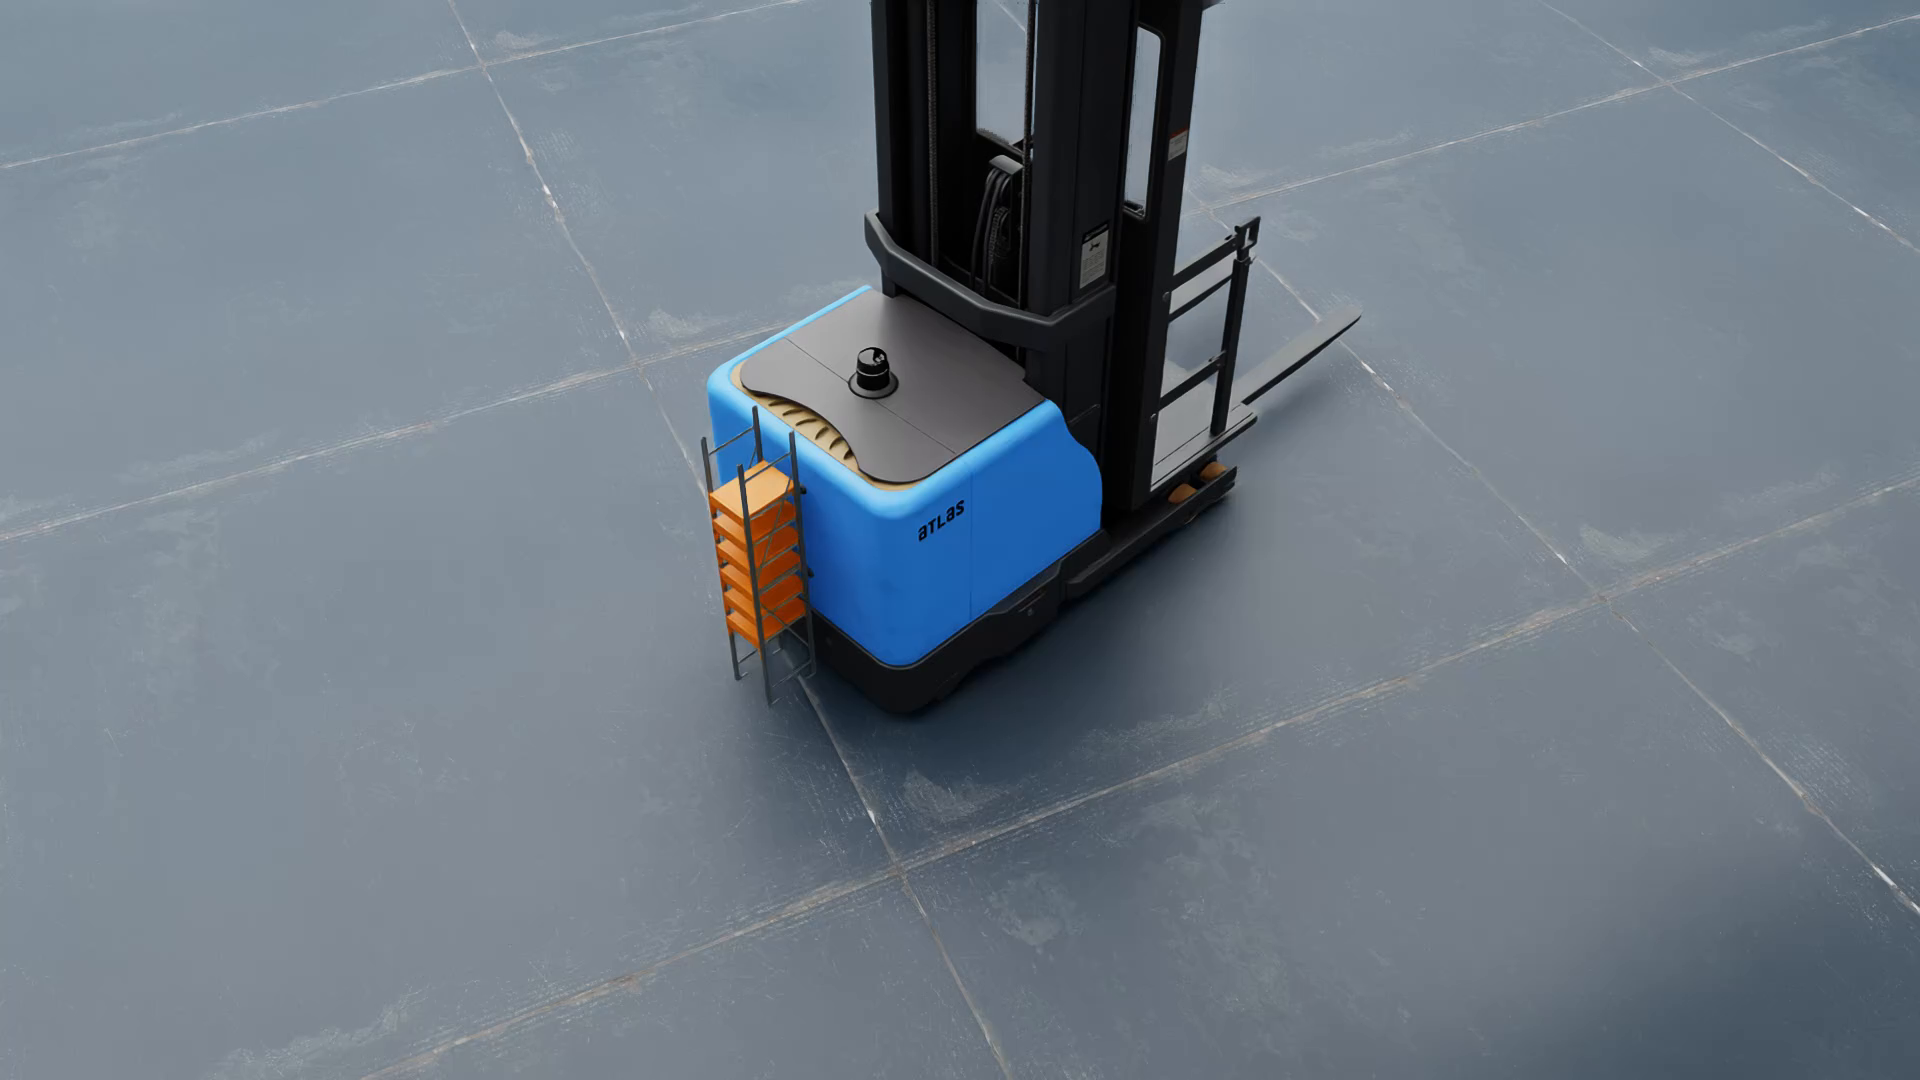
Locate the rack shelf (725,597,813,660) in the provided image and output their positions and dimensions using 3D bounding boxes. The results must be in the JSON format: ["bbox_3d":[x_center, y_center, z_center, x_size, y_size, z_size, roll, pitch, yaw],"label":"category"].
[{"bbox_3d":[-0.689,0.289,6.008,0.180,0.103,0.258,34,54,30],"label":"rack shelf"}]

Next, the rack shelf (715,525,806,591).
[{"bbox_3d":[-0.689,0.033,5.755,0.180,0.103,0.258,34,54,30],"label":"rack shelf"}]

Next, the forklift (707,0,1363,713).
[{"bbox_3d":[0.501,-1.342,6.023,3.031,2.935,1.130,-34,54,-30],"label":"forklift"}]

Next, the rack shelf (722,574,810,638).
[{"bbox_3d":[-0.689,0.203,5.924,0.180,0.103,0.258,34,54,30],"label":"rack shelf"}]

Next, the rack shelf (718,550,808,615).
[{"bbox_3d":[-0.689,0.118,5.839,0.180,0.103,0.258,34,54,30],"label":"rack shelf"}]

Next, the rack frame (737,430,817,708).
[{"bbox_3d":[-0.623,0.131,5.763,0.006,1.200,0.240,34,54,30],"label":"rack frame"}]

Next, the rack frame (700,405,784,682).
[{"bbox_3d":[-0.755,0.041,5.854,0.006,1.200,0.240,34,54,30],"label":"rack frame"}]

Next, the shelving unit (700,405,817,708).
[{"bbox_3d":[-0.689,0.086,5.808,0.189,1.200,0.258,34,54,30],"label":"shelving unit"}]

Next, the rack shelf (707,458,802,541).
[{"bbox_3d":[-0.689,-0.138,5.587,0.180,0.103,0.258,34,54,30],"label":"rack shelf"}]

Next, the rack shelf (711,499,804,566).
[{"bbox_3d":[-0.689,-0.053,5.671,0.180,0.103,0.258,34,54,30],"label":"rack shelf"}]
